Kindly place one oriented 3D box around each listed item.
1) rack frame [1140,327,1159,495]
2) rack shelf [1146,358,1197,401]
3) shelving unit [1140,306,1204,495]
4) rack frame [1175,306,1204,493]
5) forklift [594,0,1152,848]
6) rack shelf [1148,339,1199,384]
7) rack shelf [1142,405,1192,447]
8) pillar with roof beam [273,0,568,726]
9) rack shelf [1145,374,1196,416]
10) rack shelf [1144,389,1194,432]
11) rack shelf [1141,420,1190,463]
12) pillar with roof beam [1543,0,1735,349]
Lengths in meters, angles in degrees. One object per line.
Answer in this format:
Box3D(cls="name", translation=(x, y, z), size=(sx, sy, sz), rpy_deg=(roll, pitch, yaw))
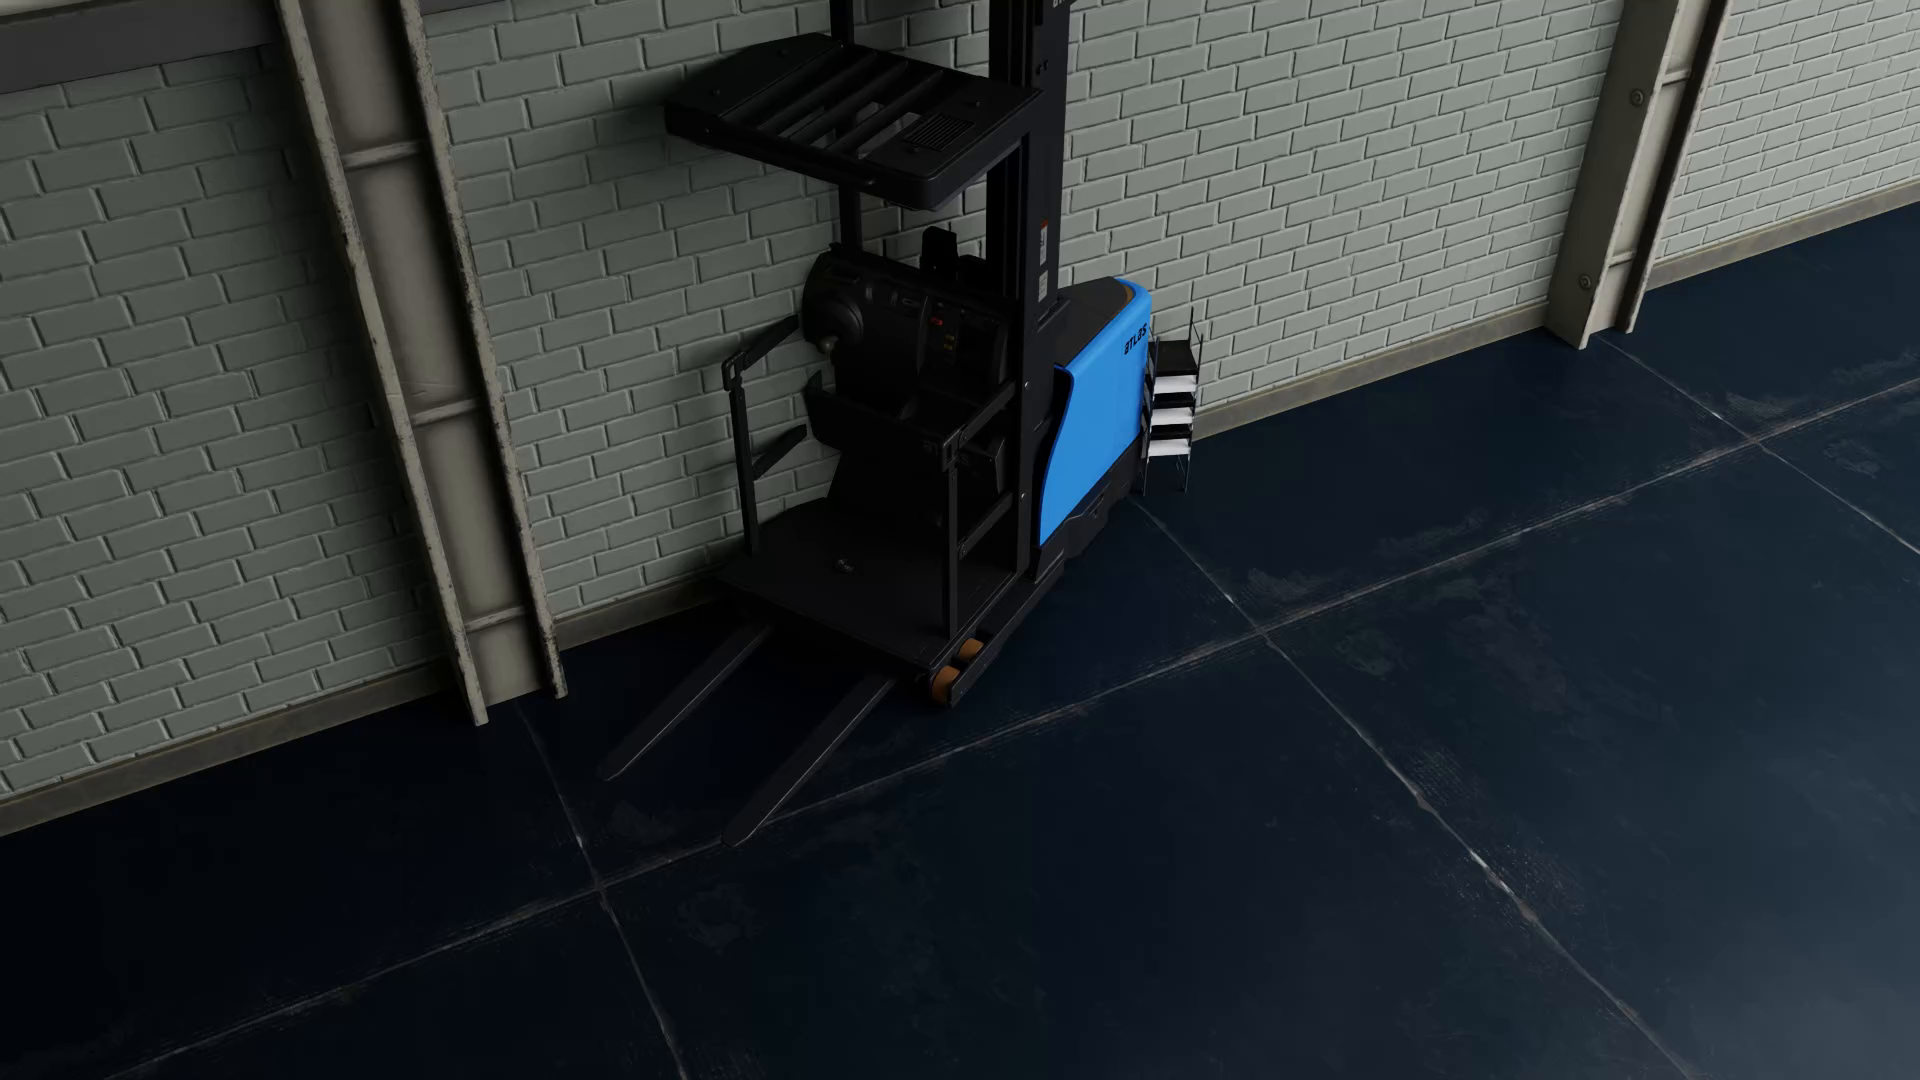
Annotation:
Box3D(cls="rack frame", translation=(0.872, -0.635, 7.793), size=(0.006, 0.900, 0.240), rpy_deg=(-4, 40, -4))
Box3D(cls="rack shelf", translation=(0.973, -0.753, 7.705), size=(0.200, 0.077, 0.258), rpy_deg=(-4, 40, -4))
Box3D(cls="shelving unit", translation=(0.973, -0.641, 7.800), size=(0.210, 0.900, 0.258), rpy_deg=(-4, 40, -4))
Box3D(cls="rack frame", translation=(1.074, -0.648, 7.808), size=(0.006, 0.900, 0.240), rpy_deg=(-4, 40, -4))
Box3D(cls="forklift", translation=(-0.326, -0.774, 6.384), size=(1.130, 2.935, 3.031), rpy_deg=(21, 45, 23))
Box3D(cls="rack shelf", translation=(0.973, -0.822, 7.647), size=(0.200, 0.077, 0.258), rpy_deg=(-4, 40, -4))
Box3D(cls="rack shelf", translation=(0.973, -0.547, 7.880), size=(0.200, 0.077, 0.258), rpy_deg=(-4, 40, -4))
Box3D(cls="pillar with roof beam", translation=(0.100, -0.348, 1.185), size=(0.400, 9.000, 9.100), rpy_deg=(-19, 44, -21))
Box3D(cls="rack shelf", translation=(0.973, -0.685, 7.764), size=(0.200, 0.077, 0.258), rpy_deg=(-4, 40, -4))
Box3D(cls="rack shelf", translation=(0.973, -0.616, 7.822), size=(0.200, 0.077, 0.258), rpy_deg=(-4, 40, -4))
Box3D(cls="rack shelf", translation=(0.973, -0.479, 7.938), size=(0.200, 0.077, 0.258), rpy_deg=(-4, 40, -4))
Box3D(cls="pillar with roof beam", translation=(5.422, -2.138, 3.300), size=(0.400, 9.000, 9.100), rpy_deg=(-19, 44, -21))
